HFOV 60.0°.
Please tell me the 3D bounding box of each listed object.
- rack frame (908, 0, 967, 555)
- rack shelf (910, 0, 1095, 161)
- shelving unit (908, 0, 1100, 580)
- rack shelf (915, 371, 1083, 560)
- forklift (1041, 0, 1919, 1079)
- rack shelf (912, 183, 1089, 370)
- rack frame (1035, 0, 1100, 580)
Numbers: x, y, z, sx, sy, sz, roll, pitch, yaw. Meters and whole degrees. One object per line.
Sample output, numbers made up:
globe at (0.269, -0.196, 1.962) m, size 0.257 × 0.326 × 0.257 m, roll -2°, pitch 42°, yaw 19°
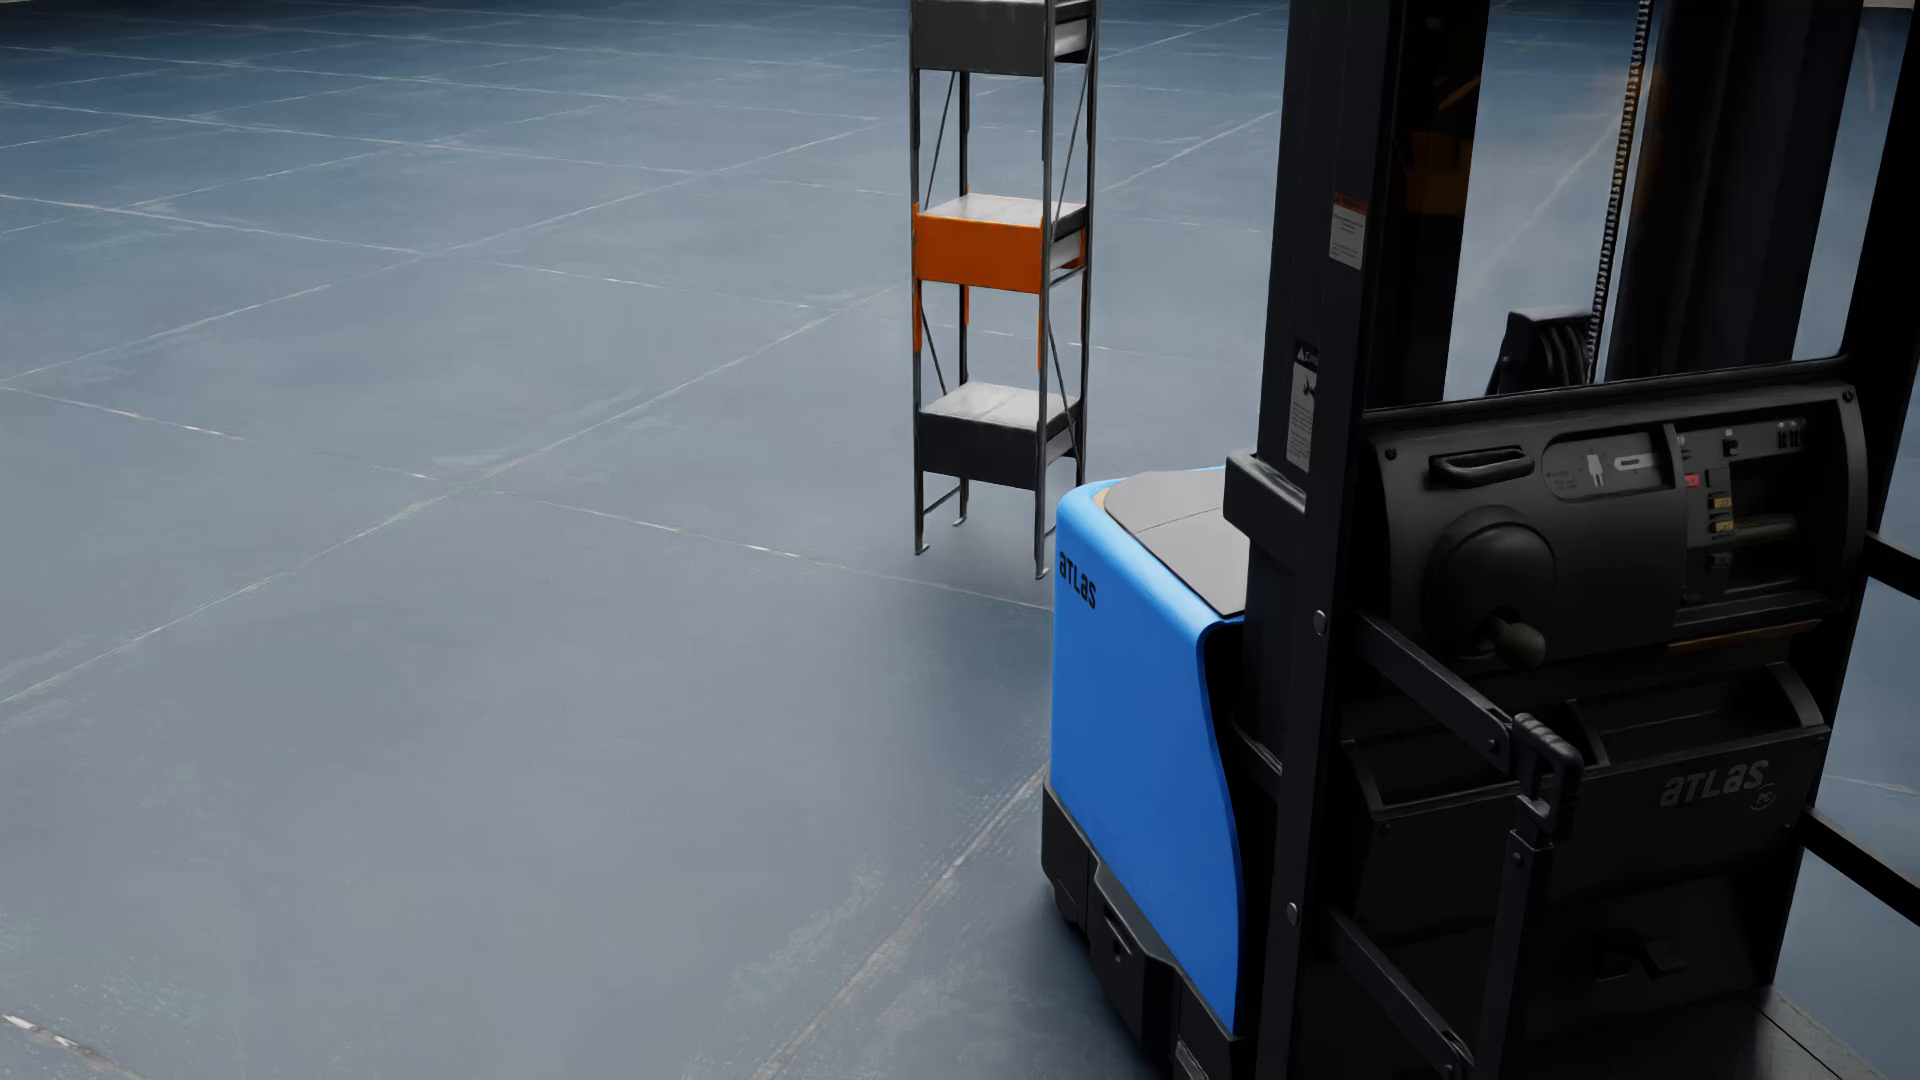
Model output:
rack frame at (-0.070, -0.980, 5.872) m, size 0.015 × 2.100 × 0.400 m, roll 11°, pitch 25°, yaw 25°
rack shelf at (0.148, -1.569, 5.502) m, size 0.480 × 0.518 × 0.431 m, roll 11°, pitch 25°, yaw 25°
shelving unit at (0.148, -0.937, 5.770) m, size 0.503 × 2.100 × 0.431 m, roll 11°, pitch 25°, yaw 25°
rack shelf at (0.148, -0.280, 6.050) m, size 0.480 × 0.518 × 0.431 m, roll 11°, pitch 25°, yaw 25°
forklift at (1.154, -0.002, 2.509) m, size 1.130 × 2.935 × 3.031 m, roll -7°, pitch 24°, yaw -17°
rack shelf at (0.148, -0.924, 5.776) m, size 0.480 × 0.518 × 0.431 m, roll 11°, pitch 25°, yaw 25°
rack frame at (0.365, -0.894, 5.669) m, size 0.015 × 2.100 × 0.400 m, roll 11°, pitch 25°, yaw 25°
